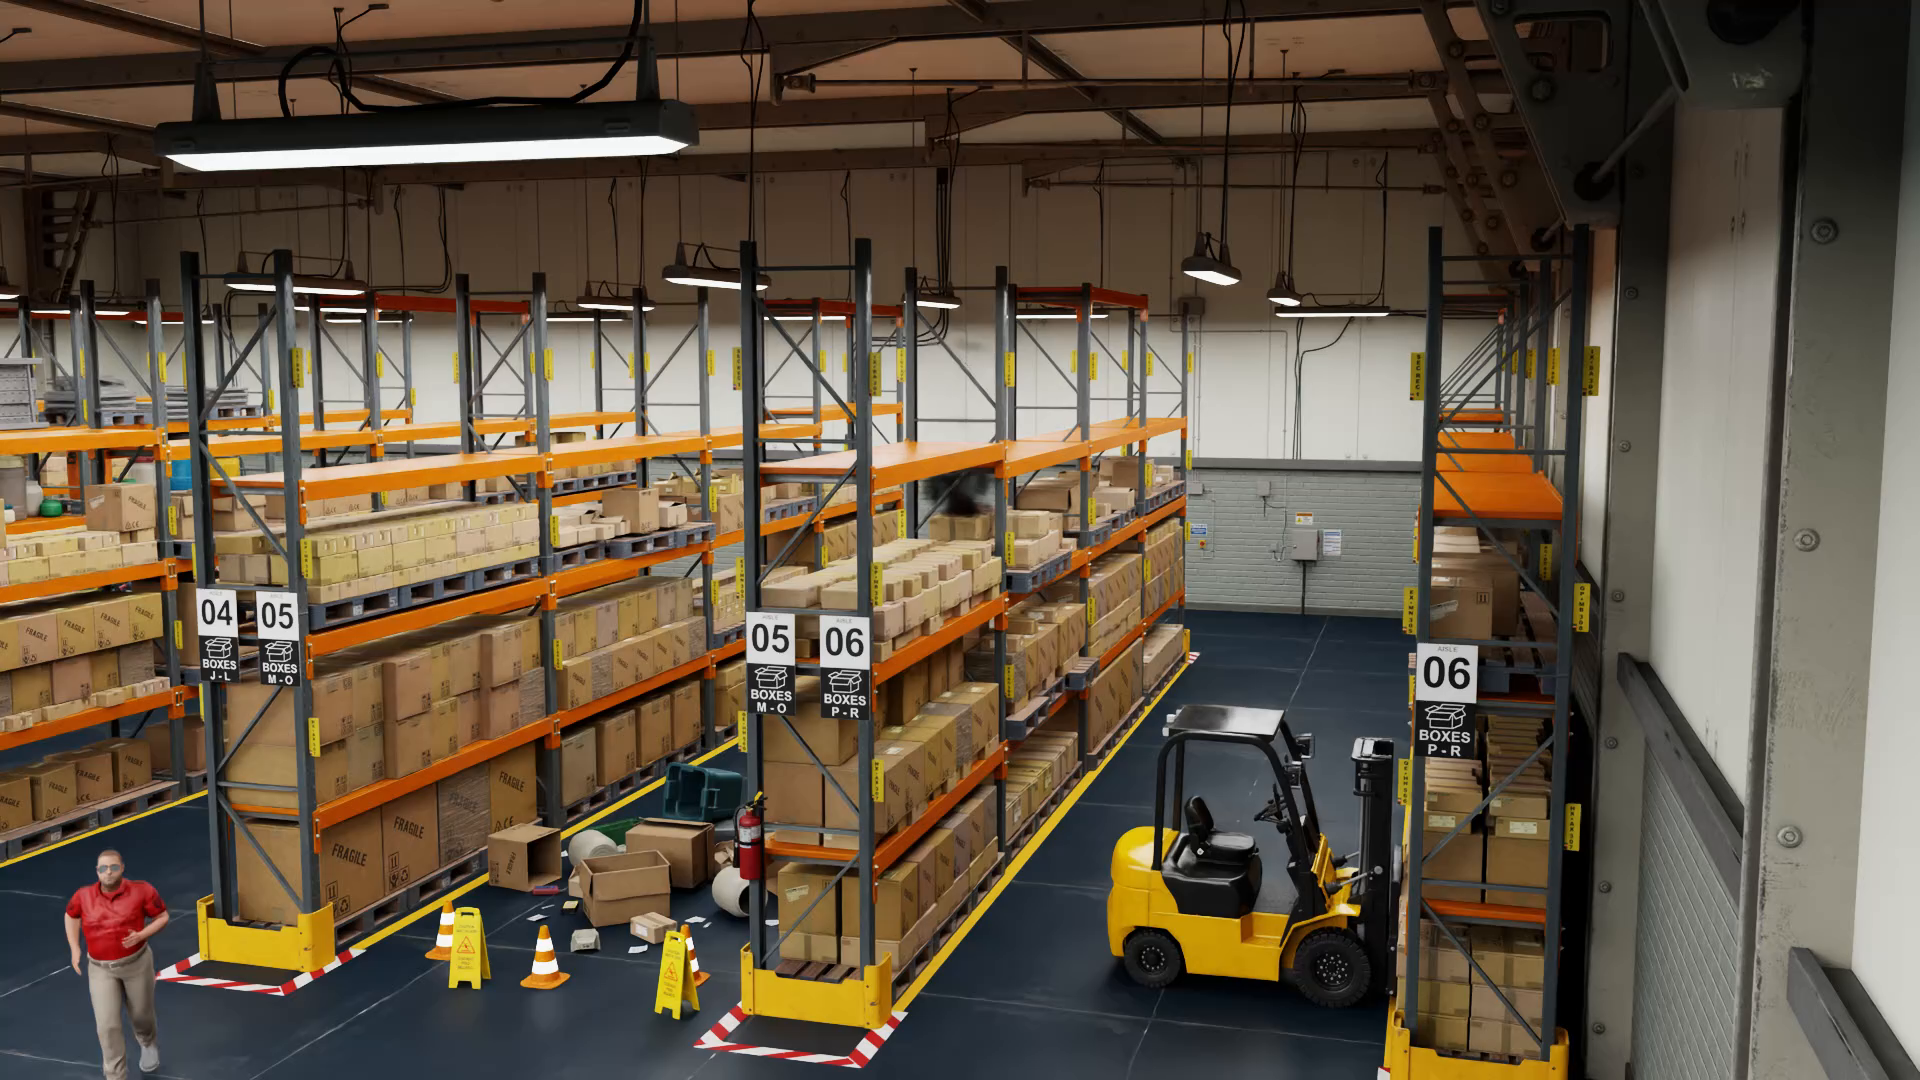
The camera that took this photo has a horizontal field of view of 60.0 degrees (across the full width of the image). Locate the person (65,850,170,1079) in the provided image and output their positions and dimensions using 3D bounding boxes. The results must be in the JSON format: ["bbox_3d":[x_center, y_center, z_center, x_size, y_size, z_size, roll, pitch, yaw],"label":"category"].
[{"bbox_3d":[-5.893,3.020,11.628,0.641,1.769,0.859,-3,7,-23],"label":"person"}]
